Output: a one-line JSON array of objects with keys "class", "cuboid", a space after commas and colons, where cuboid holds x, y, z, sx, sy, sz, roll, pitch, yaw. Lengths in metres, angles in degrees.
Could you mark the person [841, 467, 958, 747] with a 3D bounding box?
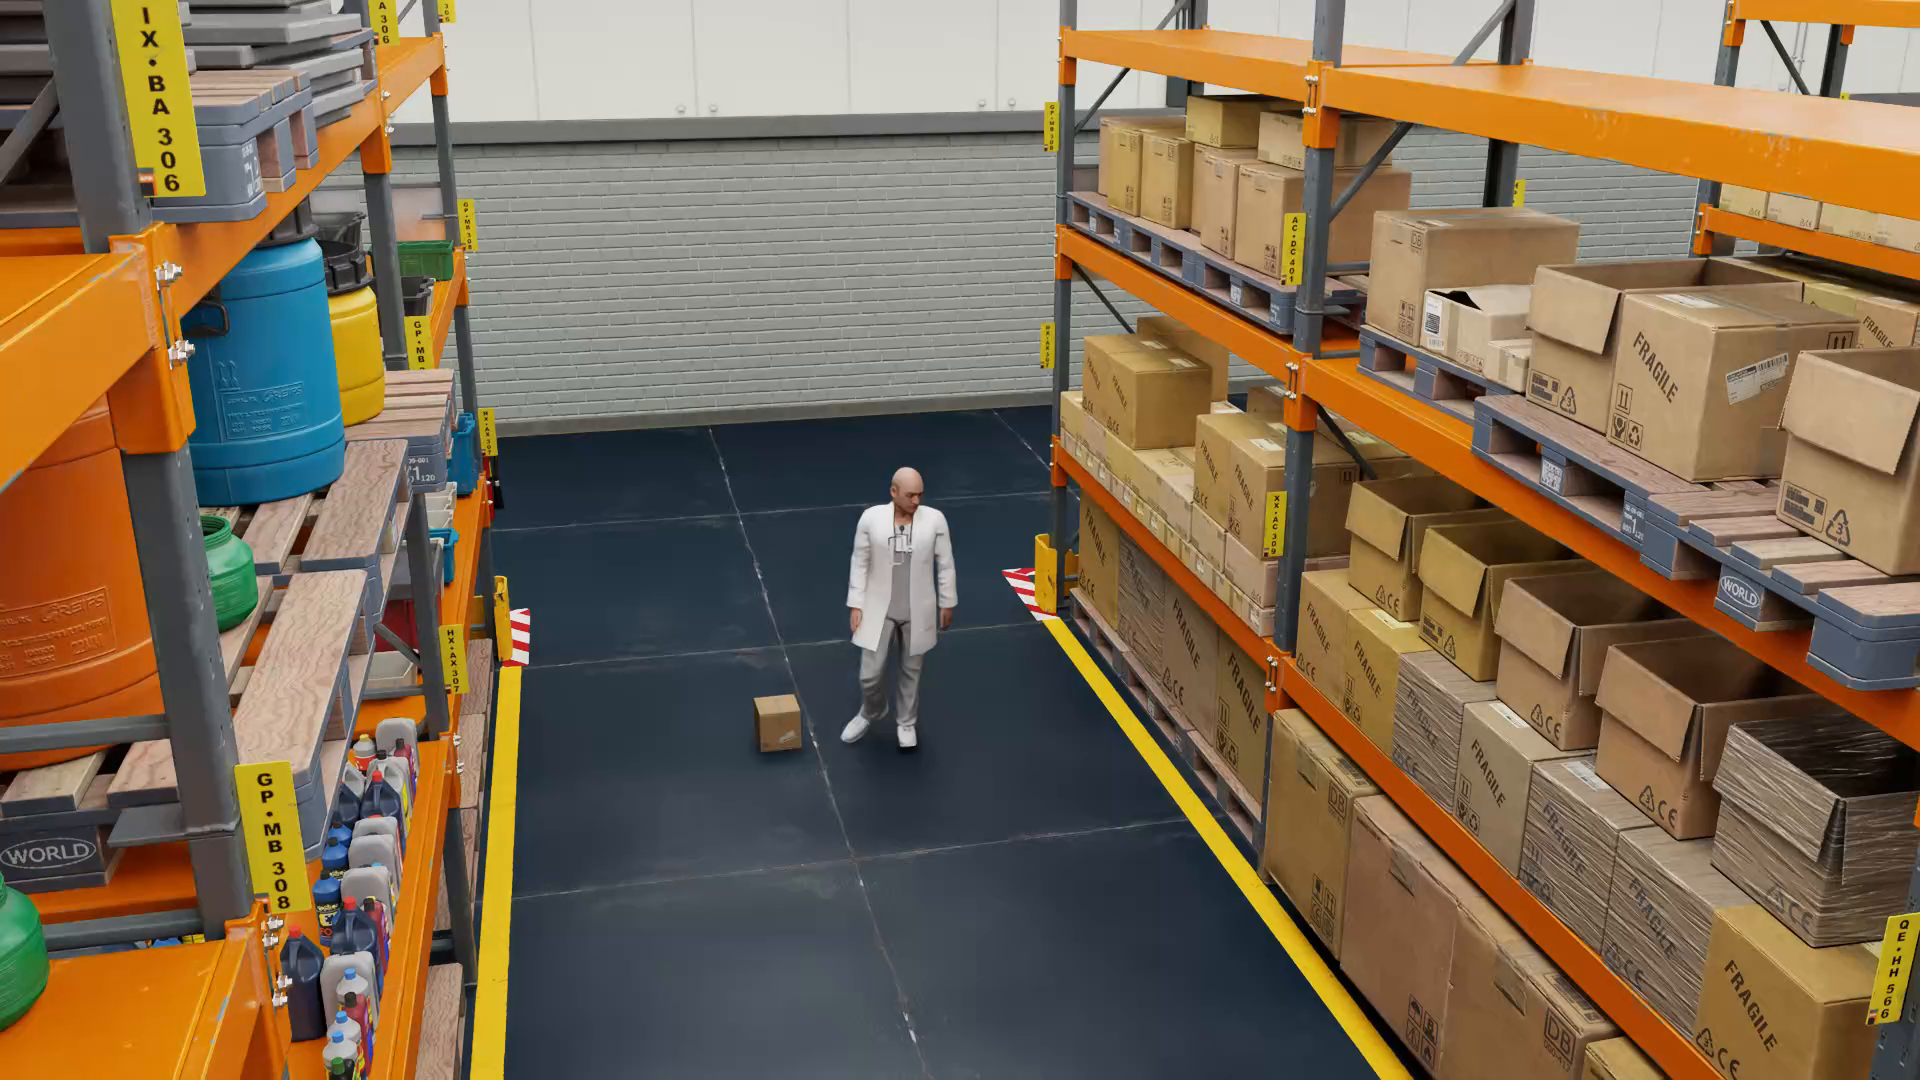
[{"class": "person", "cuboid": [-0.368, 0.408, 9.868, 0.717, 1.769, 0.525, -1, 19, -4]}]
